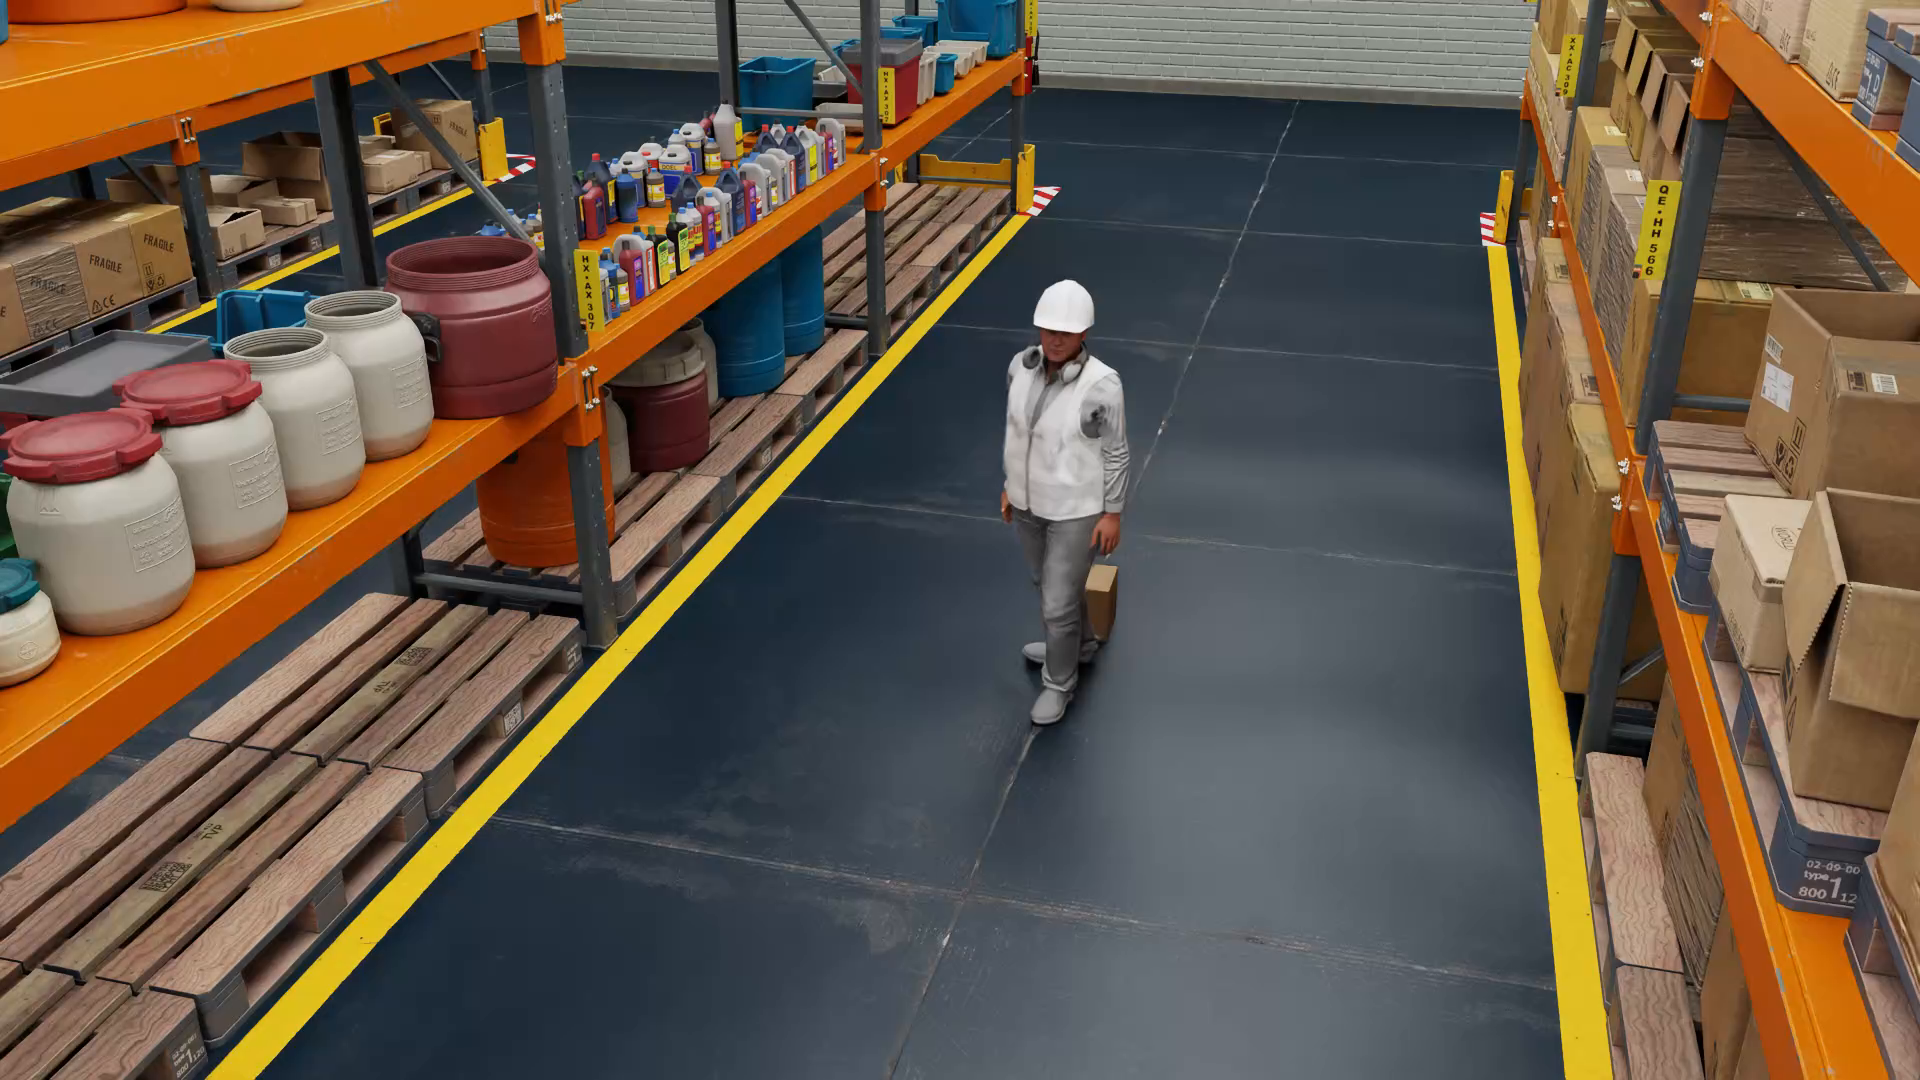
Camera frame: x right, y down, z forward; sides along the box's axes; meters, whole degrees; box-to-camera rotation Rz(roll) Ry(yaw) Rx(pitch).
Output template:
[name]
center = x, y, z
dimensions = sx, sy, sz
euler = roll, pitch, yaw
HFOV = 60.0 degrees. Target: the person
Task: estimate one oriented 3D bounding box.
[person]
center = 0.416, -0.173, 6.453
dimensions = 0.562, 1.759, 0.563
euler = 23, 33, 39
